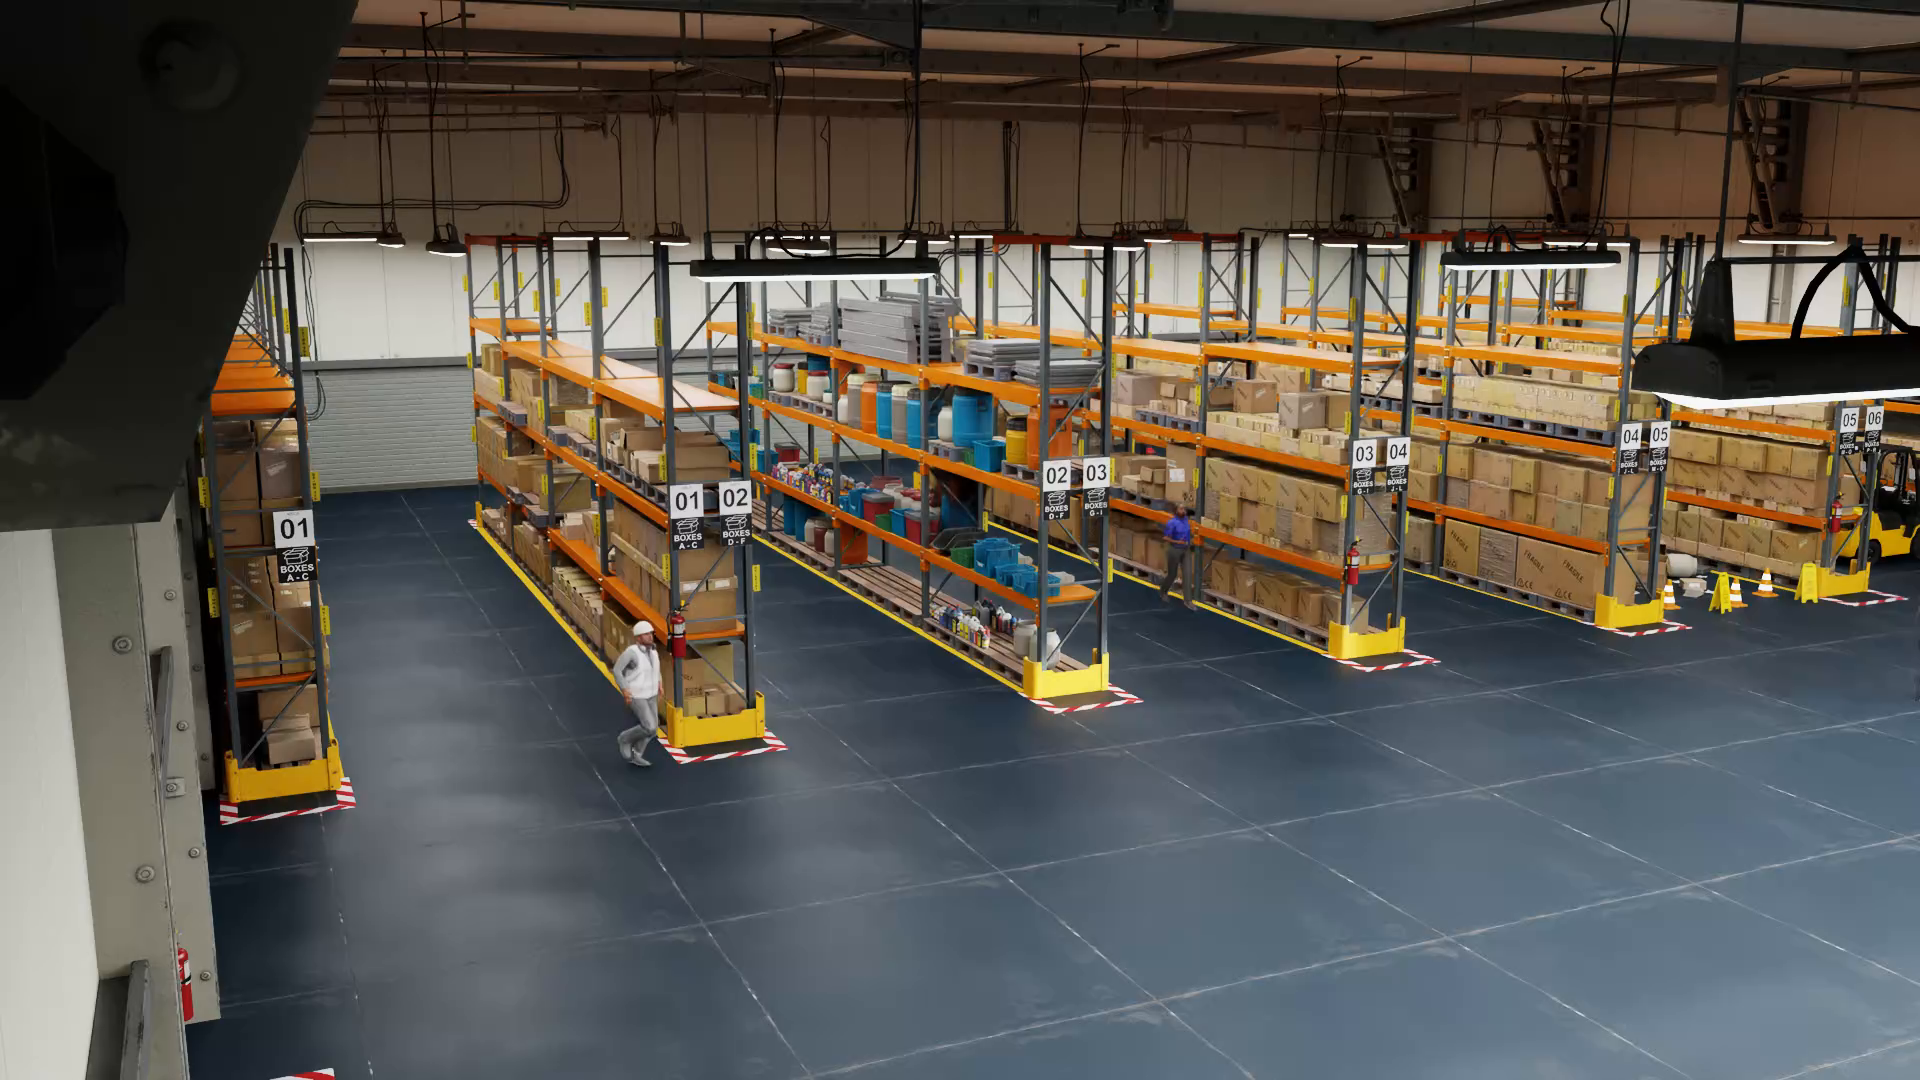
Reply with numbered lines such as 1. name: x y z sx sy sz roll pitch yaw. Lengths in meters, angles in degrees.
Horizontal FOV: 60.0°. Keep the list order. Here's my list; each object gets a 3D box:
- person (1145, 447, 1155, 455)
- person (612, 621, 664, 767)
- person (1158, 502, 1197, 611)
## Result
1. person: 3.835 -0.970 33.517 0.620 1.809 0.713 -5 12 -24
2. person: -3.713 1.796 19.405 0.535 1.735 0.656 6 13 29
3. person: 3.439 0.240 26.037 0.582 1.664 0.826 -6 13 -29
